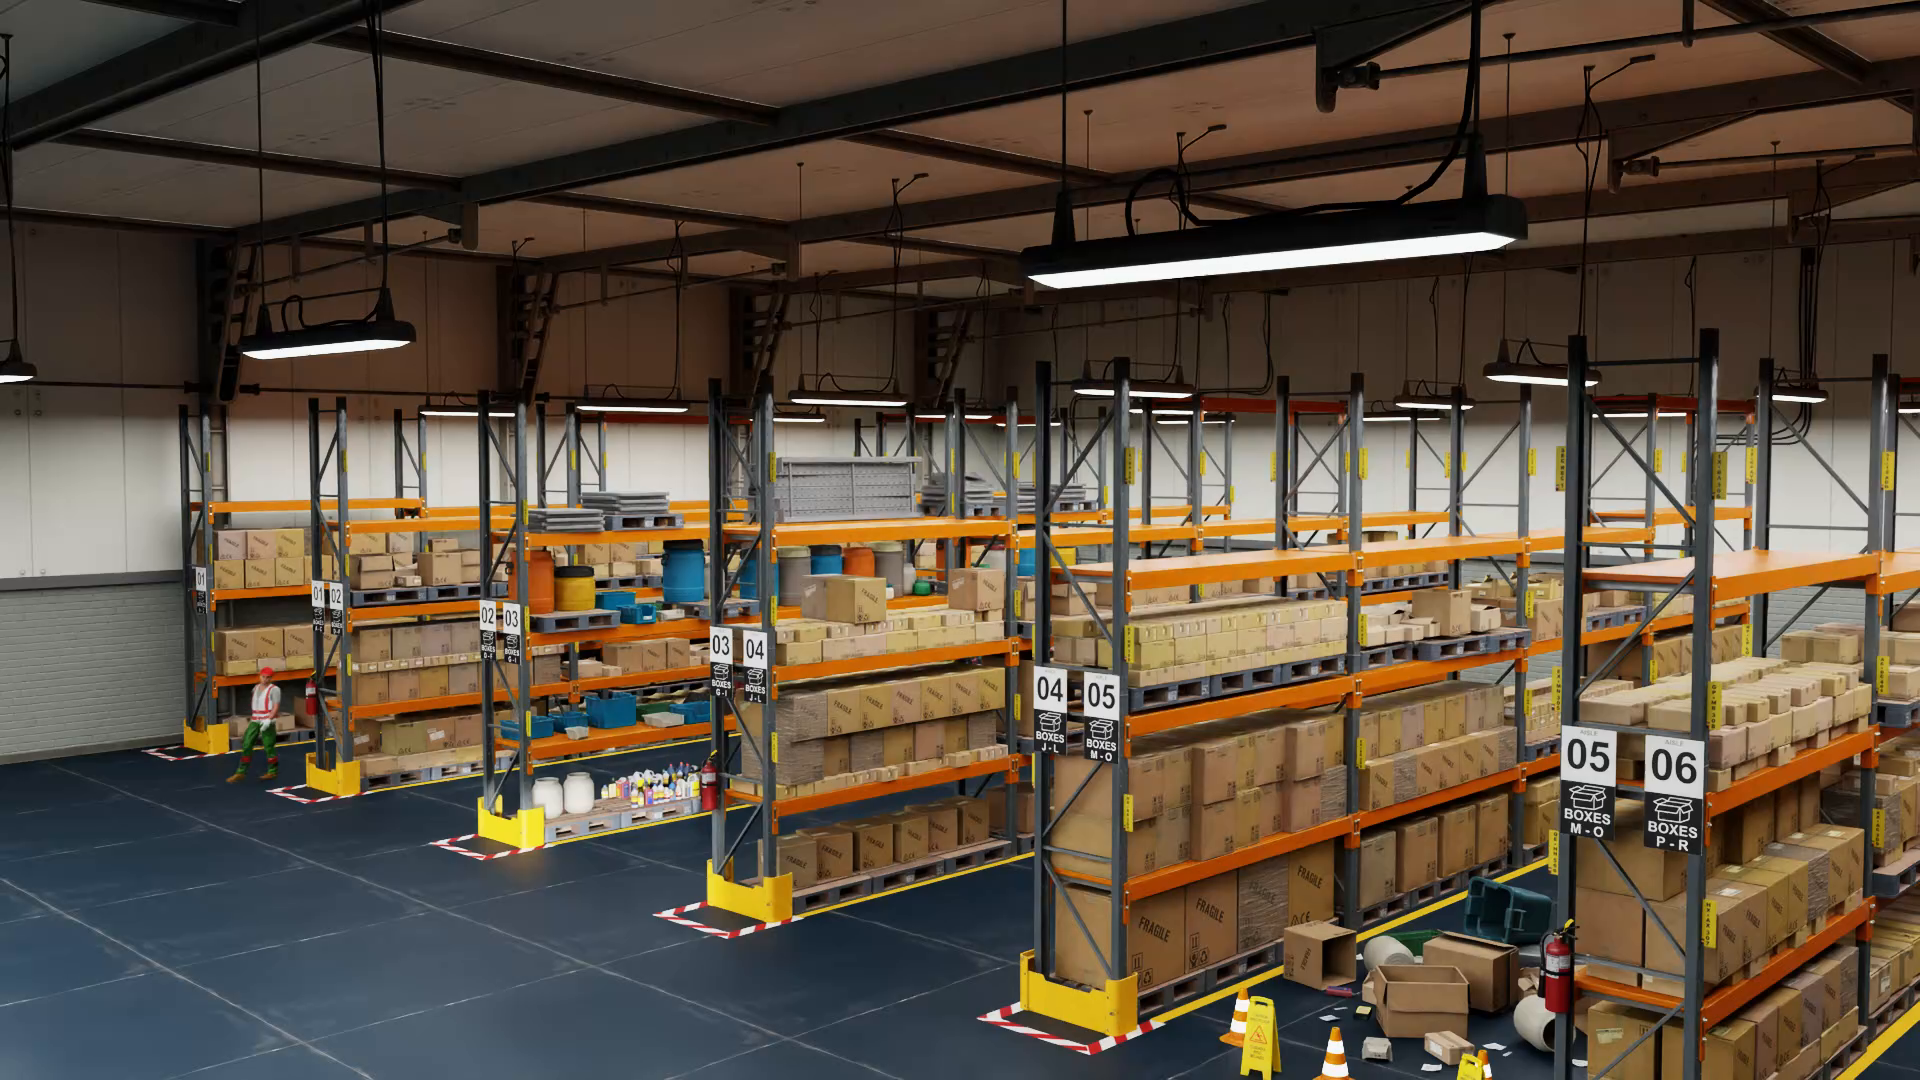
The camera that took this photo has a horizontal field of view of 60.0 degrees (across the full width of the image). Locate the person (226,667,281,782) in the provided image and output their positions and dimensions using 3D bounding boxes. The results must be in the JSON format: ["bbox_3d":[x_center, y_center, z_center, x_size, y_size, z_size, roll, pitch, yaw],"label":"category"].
[{"bbox_3d":[-11.034,2.881,26.058,0.681,1.773,0.660,1,3,15],"label":"person"}]
